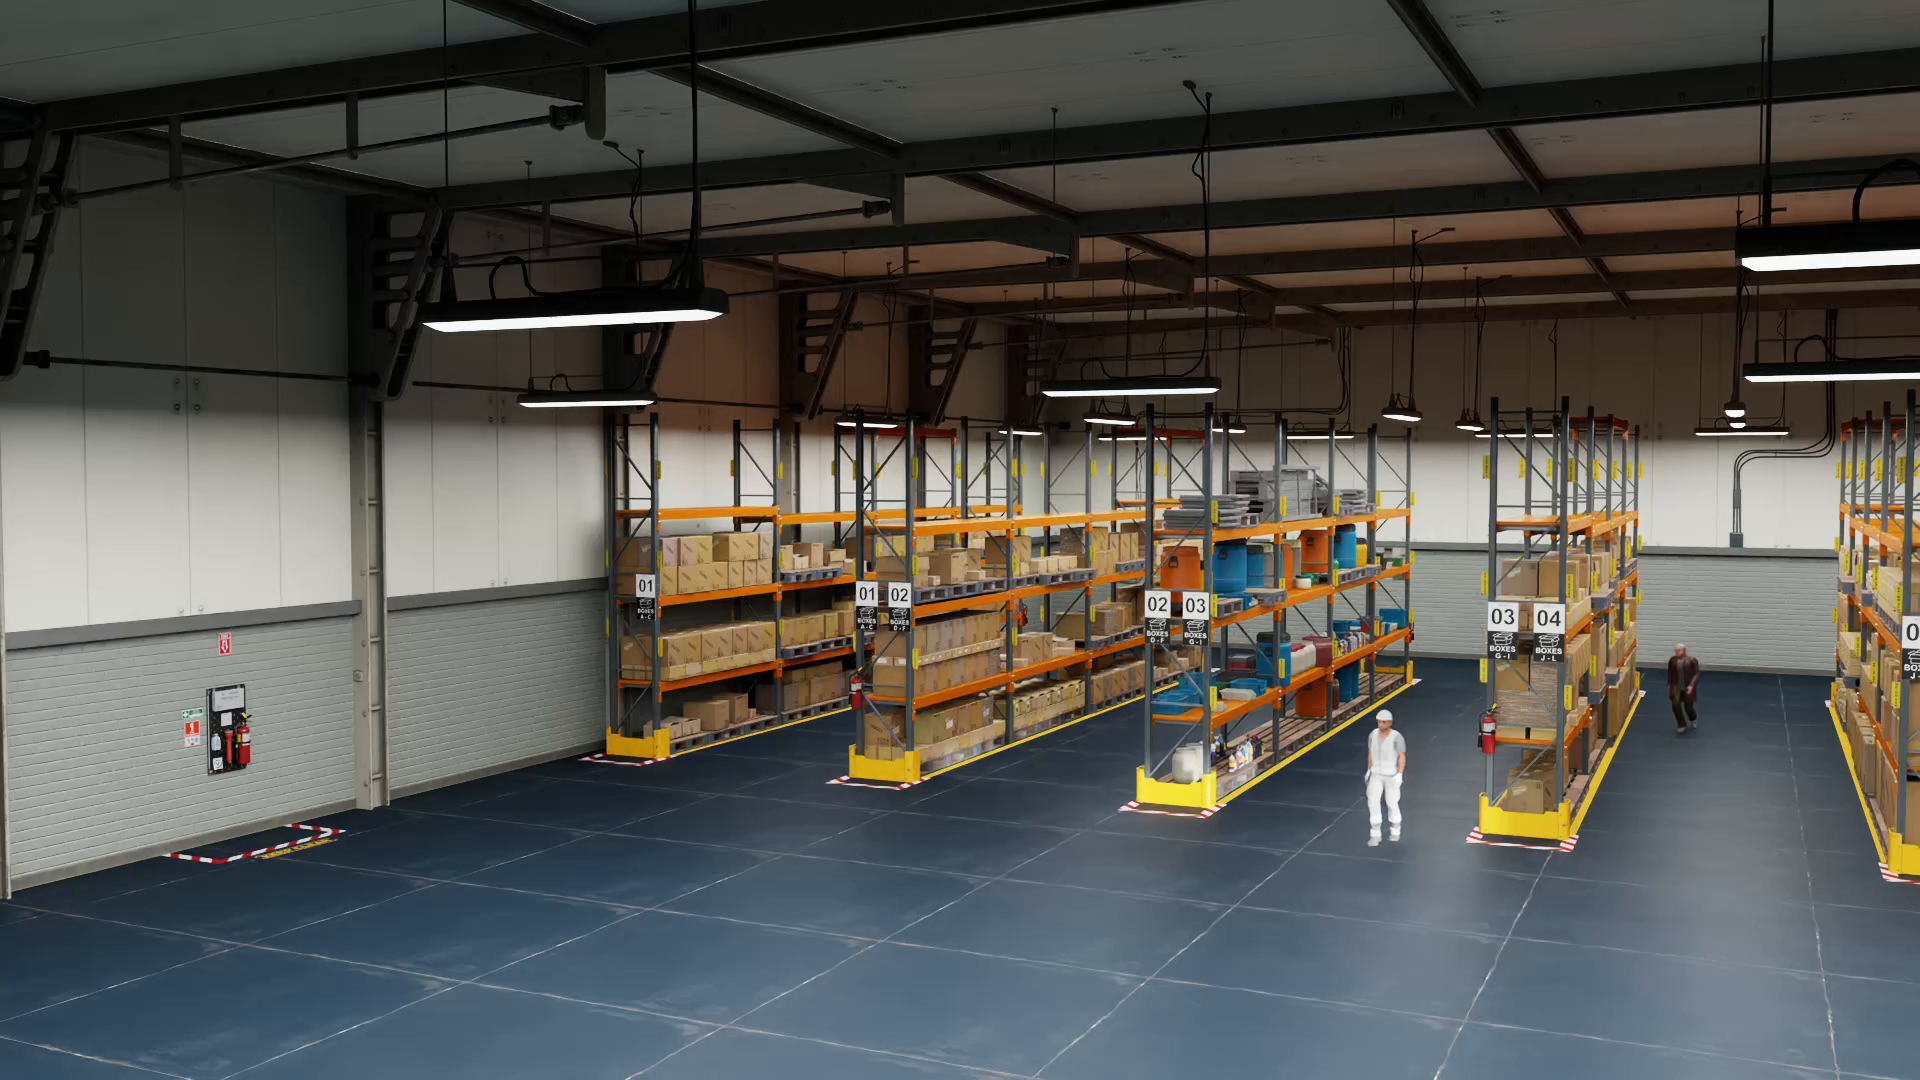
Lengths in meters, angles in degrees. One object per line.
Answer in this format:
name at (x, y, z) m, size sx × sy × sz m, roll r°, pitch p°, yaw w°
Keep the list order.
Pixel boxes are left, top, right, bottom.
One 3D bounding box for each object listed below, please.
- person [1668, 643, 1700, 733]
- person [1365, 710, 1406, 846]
person at (13.872, 2.821, 31.886) m, size 0.620 × 1.695 × 0.849 m, roll 2°, pitch 3°, yaw 38°
person at (5.681, 3.183, 22.283) m, size 0.620 × 1.826 × 0.587 m, roll 2°, pitch 3°, yaw 43°
